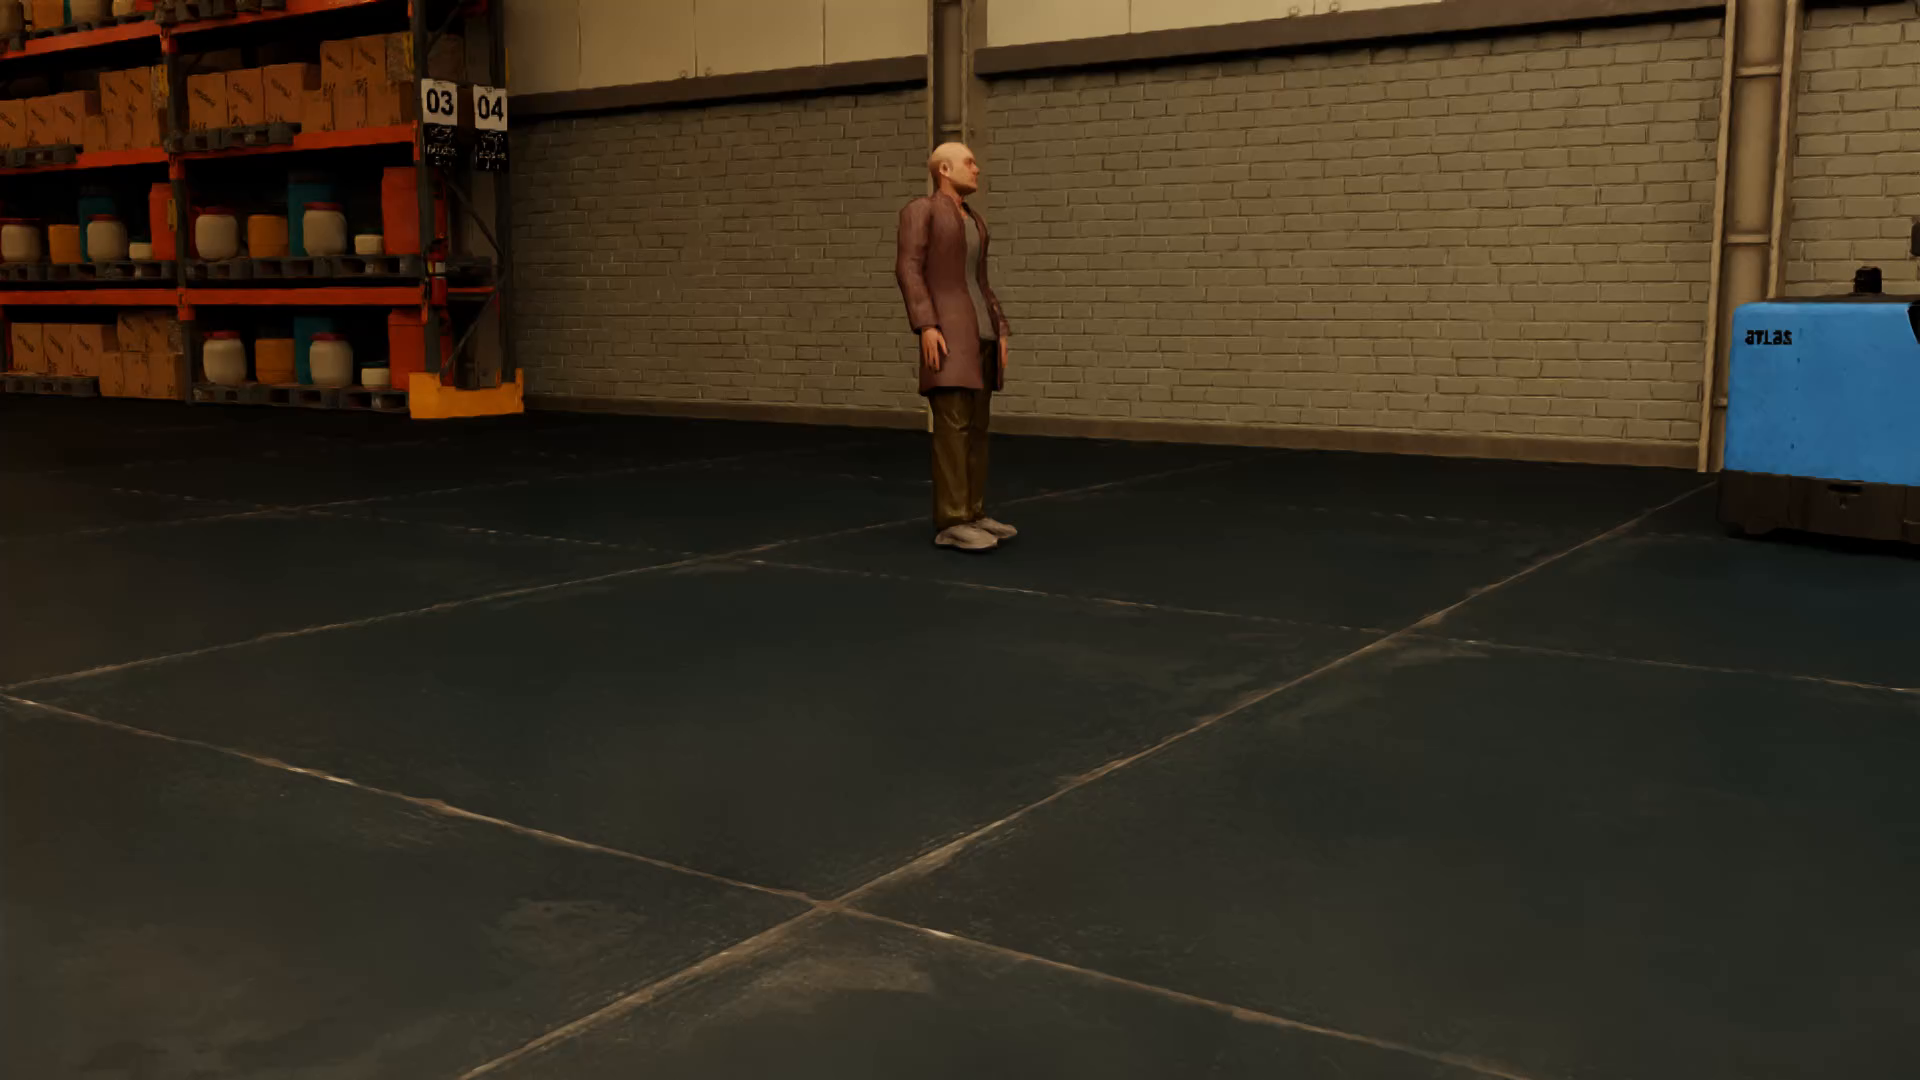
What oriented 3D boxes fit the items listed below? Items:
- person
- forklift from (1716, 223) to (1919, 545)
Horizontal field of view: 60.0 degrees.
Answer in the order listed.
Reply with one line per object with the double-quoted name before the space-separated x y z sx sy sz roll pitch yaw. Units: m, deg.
"person" 0.073 -0.880 7.423 0.580 1.776 0.694 5 10 34
"forklift" 4.786 -1.342 6.627 1.130 2.935 3.031 -6 10 -36
